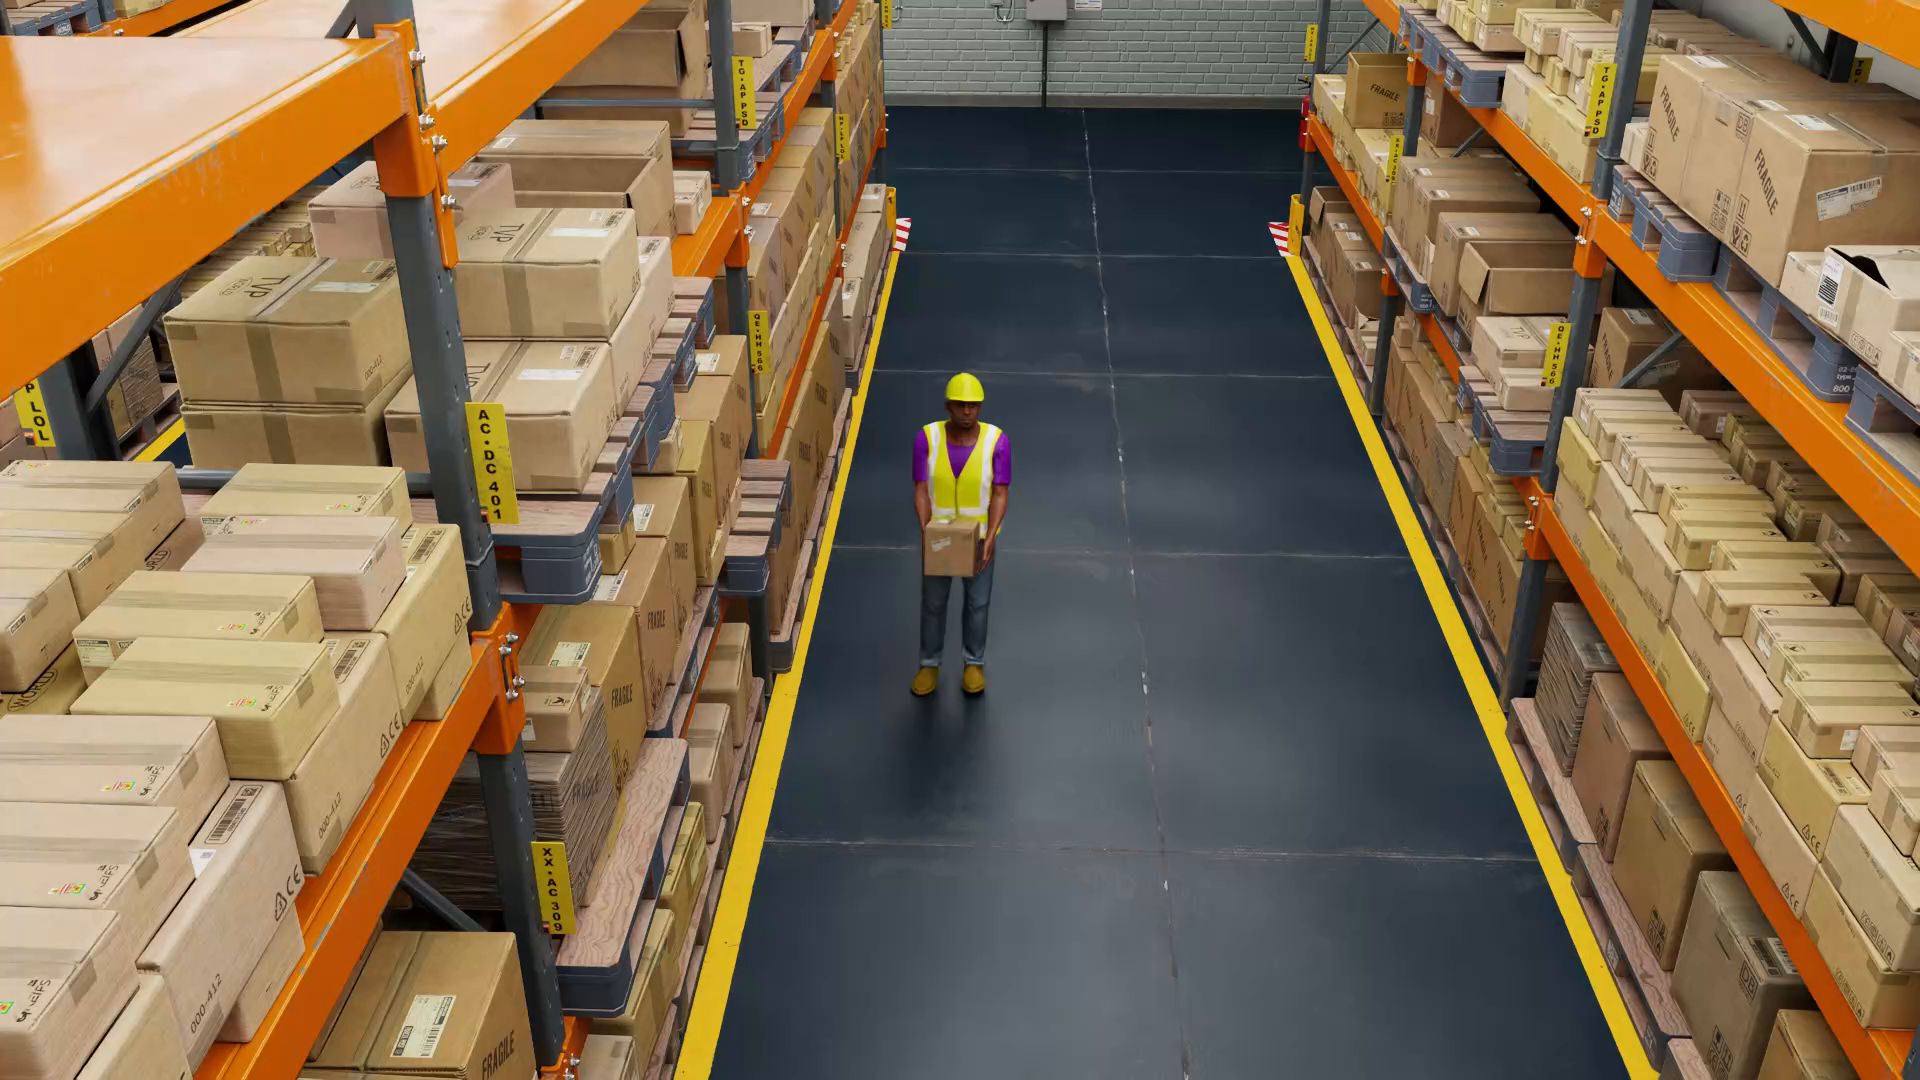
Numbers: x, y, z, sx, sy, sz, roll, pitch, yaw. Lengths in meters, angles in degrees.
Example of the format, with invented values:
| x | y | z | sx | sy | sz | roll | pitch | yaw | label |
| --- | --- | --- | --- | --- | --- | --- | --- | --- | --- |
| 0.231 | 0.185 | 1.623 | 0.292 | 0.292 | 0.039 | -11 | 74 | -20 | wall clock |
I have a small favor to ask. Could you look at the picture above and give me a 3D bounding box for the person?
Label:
| x | y | z | sx | sy | sz | roll | pitch | yaw | label |
| --- | --- | --- | --- | --- | --- | --- | --- | --- | --- |
| -0.003 | 0.002 | 8.820 | 0.538 | 1.772 | 0.560 | 1 | 28 | 1 | person |
